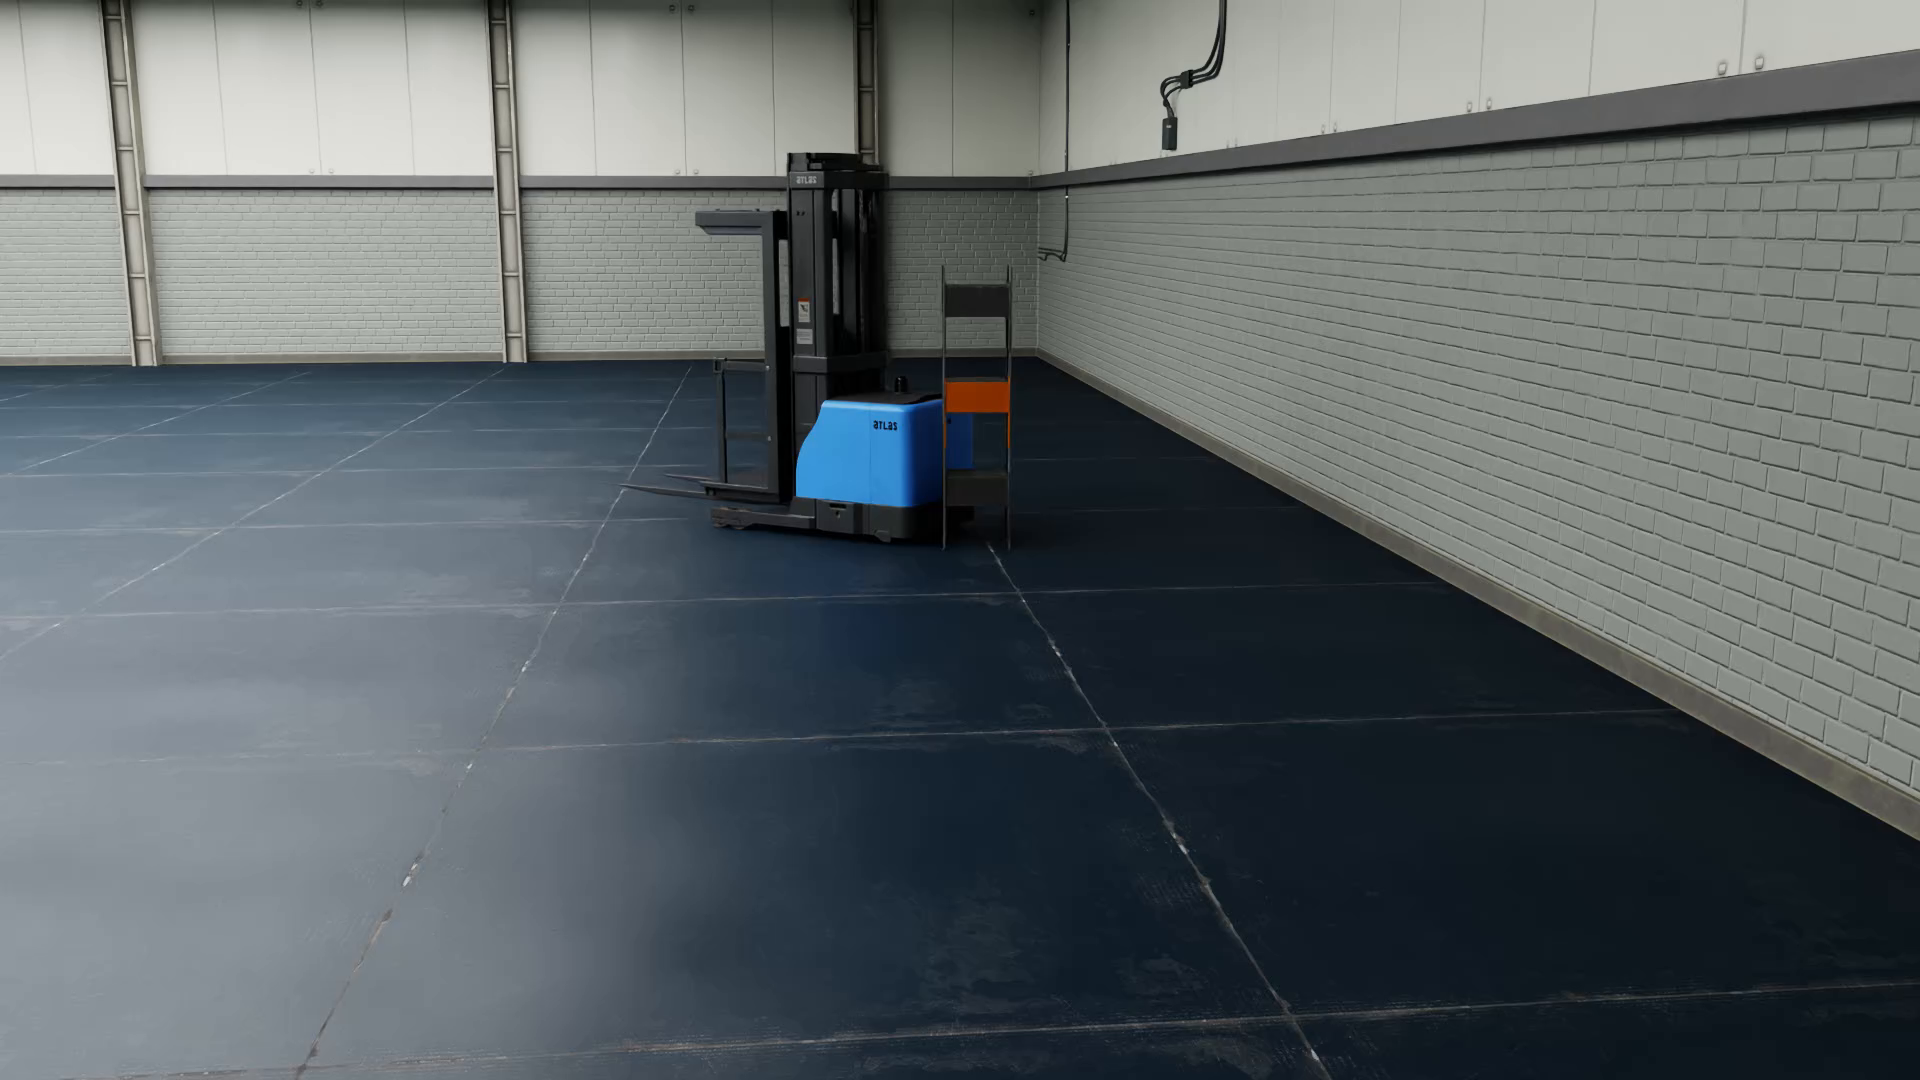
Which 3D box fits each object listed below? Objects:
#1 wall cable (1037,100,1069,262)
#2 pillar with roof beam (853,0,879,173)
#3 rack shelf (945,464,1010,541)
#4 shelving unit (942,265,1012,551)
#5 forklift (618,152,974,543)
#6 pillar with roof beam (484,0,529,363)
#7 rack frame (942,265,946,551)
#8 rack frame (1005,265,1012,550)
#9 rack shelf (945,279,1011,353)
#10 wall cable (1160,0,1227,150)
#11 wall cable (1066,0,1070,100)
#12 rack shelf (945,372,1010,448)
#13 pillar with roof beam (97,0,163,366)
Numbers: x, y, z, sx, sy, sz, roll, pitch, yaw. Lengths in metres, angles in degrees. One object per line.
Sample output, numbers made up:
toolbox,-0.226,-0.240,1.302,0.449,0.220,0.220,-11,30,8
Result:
wall cable,1.482,-5.863,27.411,0.112,2.526,3.097,-1,11,-6
pillar with roof beam,-1.124,-6.753,23.890,0.400,9.000,9.100,-1,11,-6
rack shelf,0.122,-0.290,12.598,0.480,0.518,0.431,0,11,-2
shelving unit,0.122,-0.990,12.461,0.503,2.100,0.431,0,11,-2
forklift,-1.423,-1.601,13.416,3.031,2.935,1.130,6,13,29
pillar with roof beam,-7.089,-6.628,23.254,0.400,9.000,9.100,-1,11,-6
rack frame,-0.122,-0.988,12.453,0.015,2.100,0.400,0,11,-2
rack frame,0.365,-0.992,12.469,0.015,2.100,0.400,0,11,-2
rack shelf,0.122,-1.664,12.328,0.480,0.518,0.431,0,11,-2
wall cable,2.492,-7.234,17.521,0.169,6.003,2.305,-1,11,-6
wall cable,1.774,-7.822,24.285,0.112,2.526,3.097,-1,11,-6
rack shelf,0.122,-0.977,12.463,0.480,0.518,0.431,0,11,-2
pillar with roof beam,-13.054,-6.503,22.619,0.400,9.000,9.100,-1,11,-6
